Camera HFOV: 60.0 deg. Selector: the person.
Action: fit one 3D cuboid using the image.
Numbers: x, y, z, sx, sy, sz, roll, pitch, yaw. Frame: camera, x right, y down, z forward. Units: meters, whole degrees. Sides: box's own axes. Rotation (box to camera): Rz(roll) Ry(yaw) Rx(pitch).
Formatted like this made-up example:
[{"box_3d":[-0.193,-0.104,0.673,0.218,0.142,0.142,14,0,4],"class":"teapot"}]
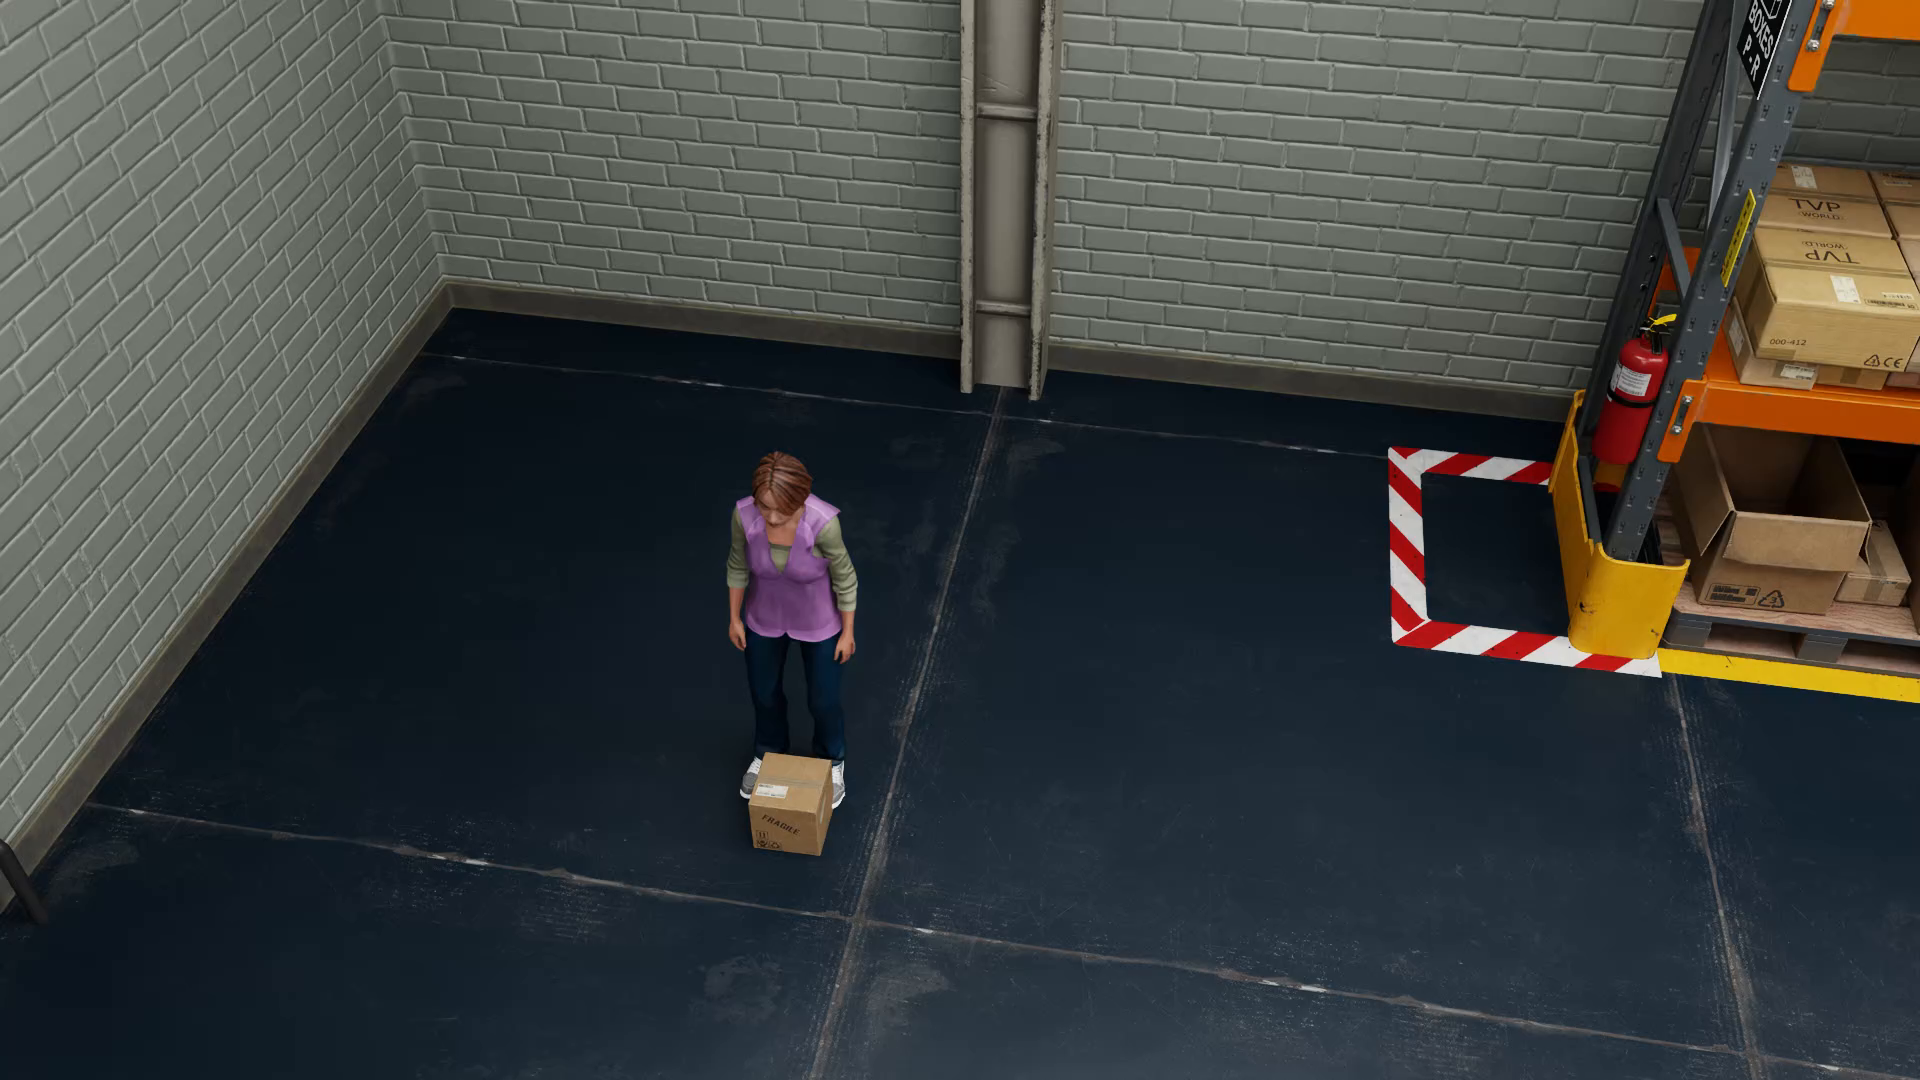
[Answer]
[{"box_3d":[-0.582,0.303,5.818,0.465,1.593,0.347,6,42,7],"class":"person"}]
